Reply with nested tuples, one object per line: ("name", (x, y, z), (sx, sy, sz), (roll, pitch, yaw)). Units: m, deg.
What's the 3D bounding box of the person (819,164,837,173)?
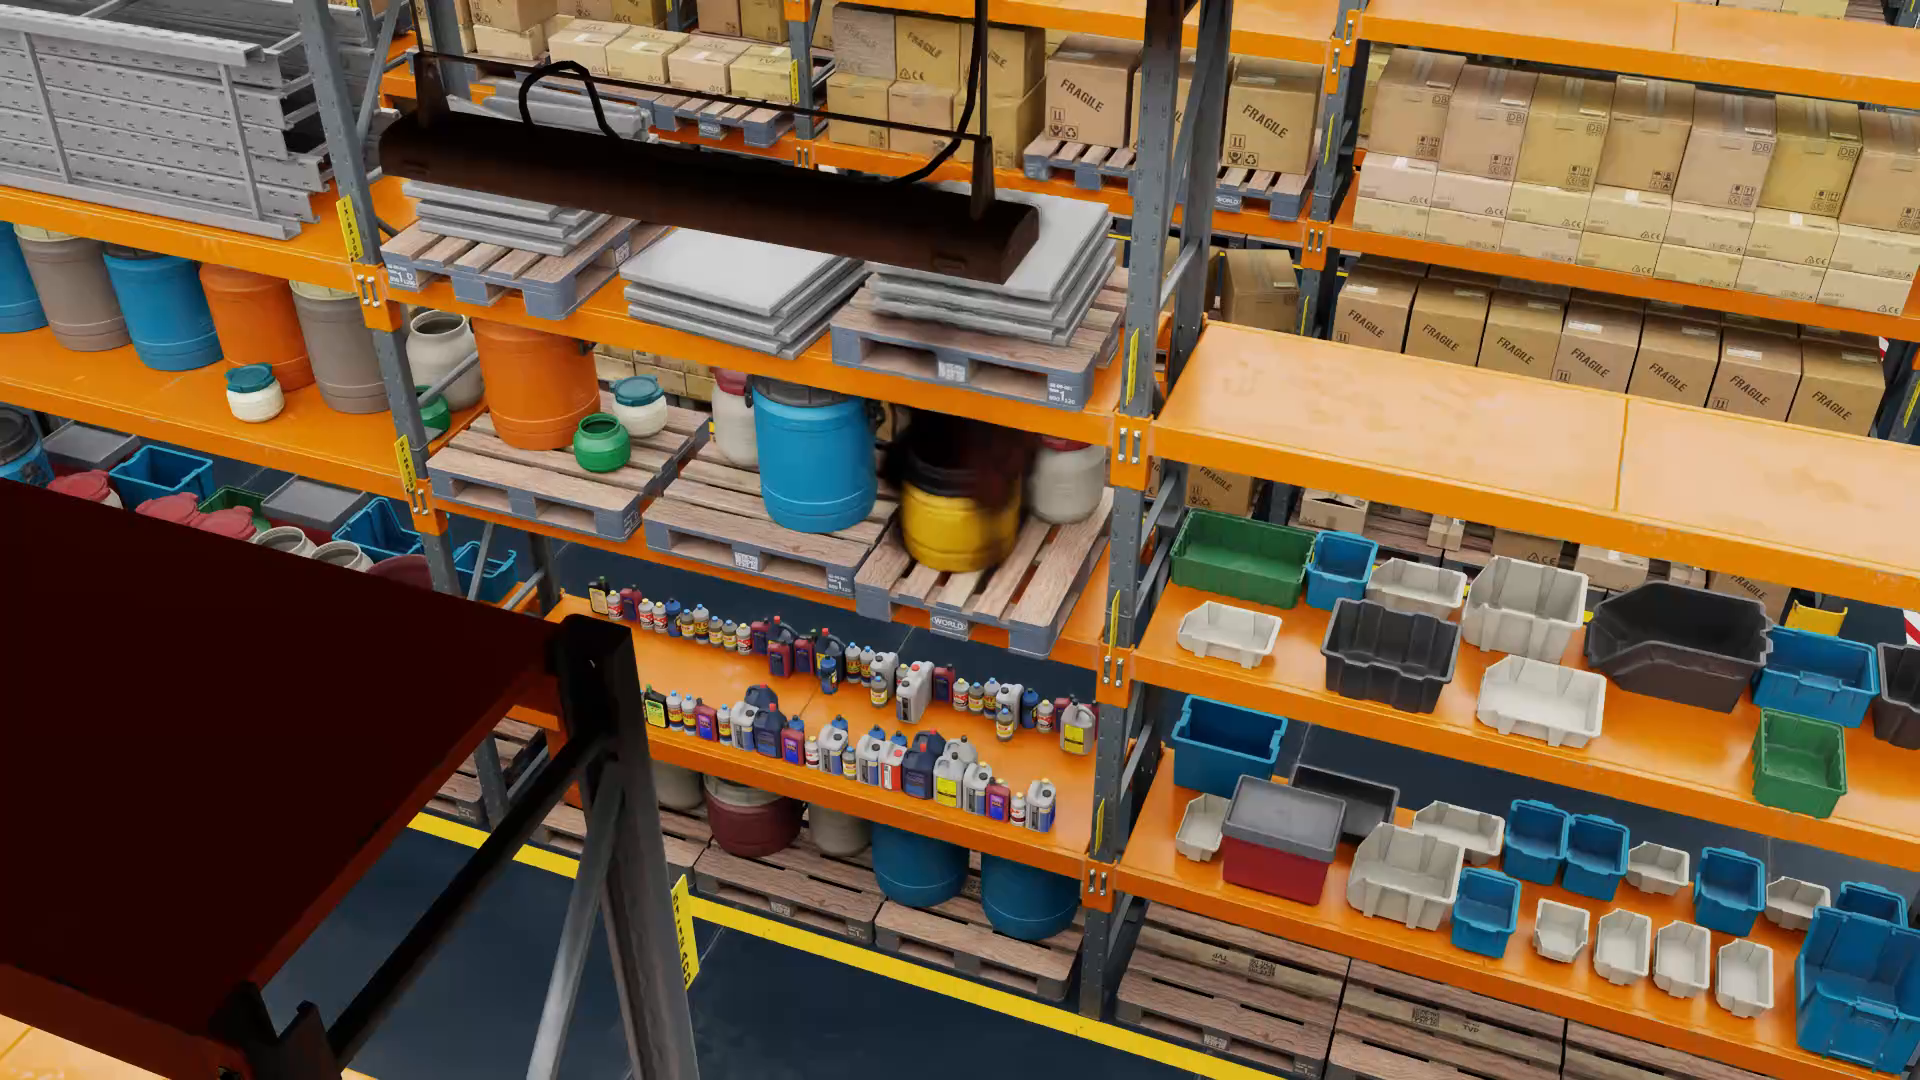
("person", (-1.269, -2.762, 15.676), (0.597, 1.740, 0.657), (10, 38, 14))
